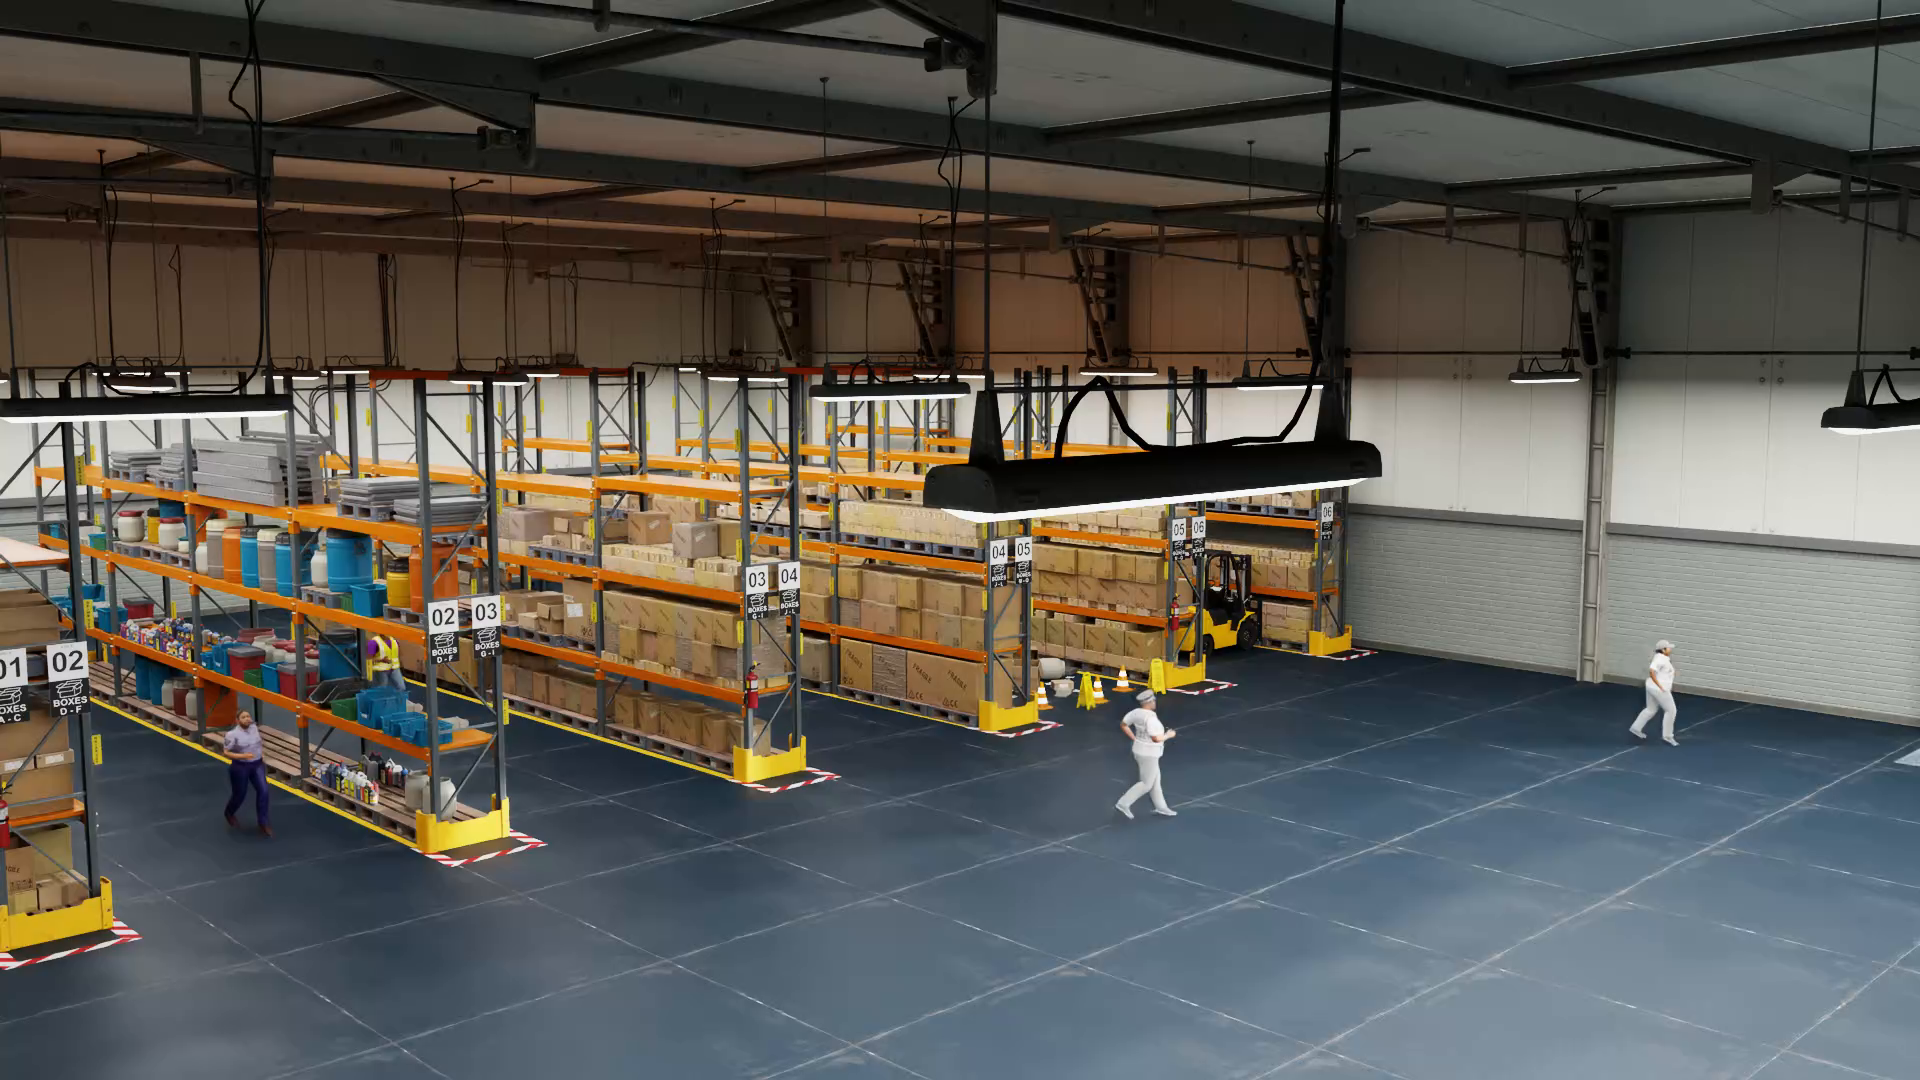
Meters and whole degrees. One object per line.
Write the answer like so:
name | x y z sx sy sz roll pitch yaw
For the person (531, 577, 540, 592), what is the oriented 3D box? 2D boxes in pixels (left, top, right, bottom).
person | -10.548 1.003 41.040 0.779 1.411 0.615 -2 7 -17

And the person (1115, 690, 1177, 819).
person | 2.526 2.902 22.428 0.966 1.793 0.659 -2 7 -17

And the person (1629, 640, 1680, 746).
person | 11.291 2.468 26.988 0.756 1.719 0.596 1 7 9

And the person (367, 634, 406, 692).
person | -9.847 2.254 28.605 0.741 1.794 0.707 6 9 44

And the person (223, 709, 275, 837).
person | -9.415 3.048 21.929 0.898 1.679 0.614 5 8 39
